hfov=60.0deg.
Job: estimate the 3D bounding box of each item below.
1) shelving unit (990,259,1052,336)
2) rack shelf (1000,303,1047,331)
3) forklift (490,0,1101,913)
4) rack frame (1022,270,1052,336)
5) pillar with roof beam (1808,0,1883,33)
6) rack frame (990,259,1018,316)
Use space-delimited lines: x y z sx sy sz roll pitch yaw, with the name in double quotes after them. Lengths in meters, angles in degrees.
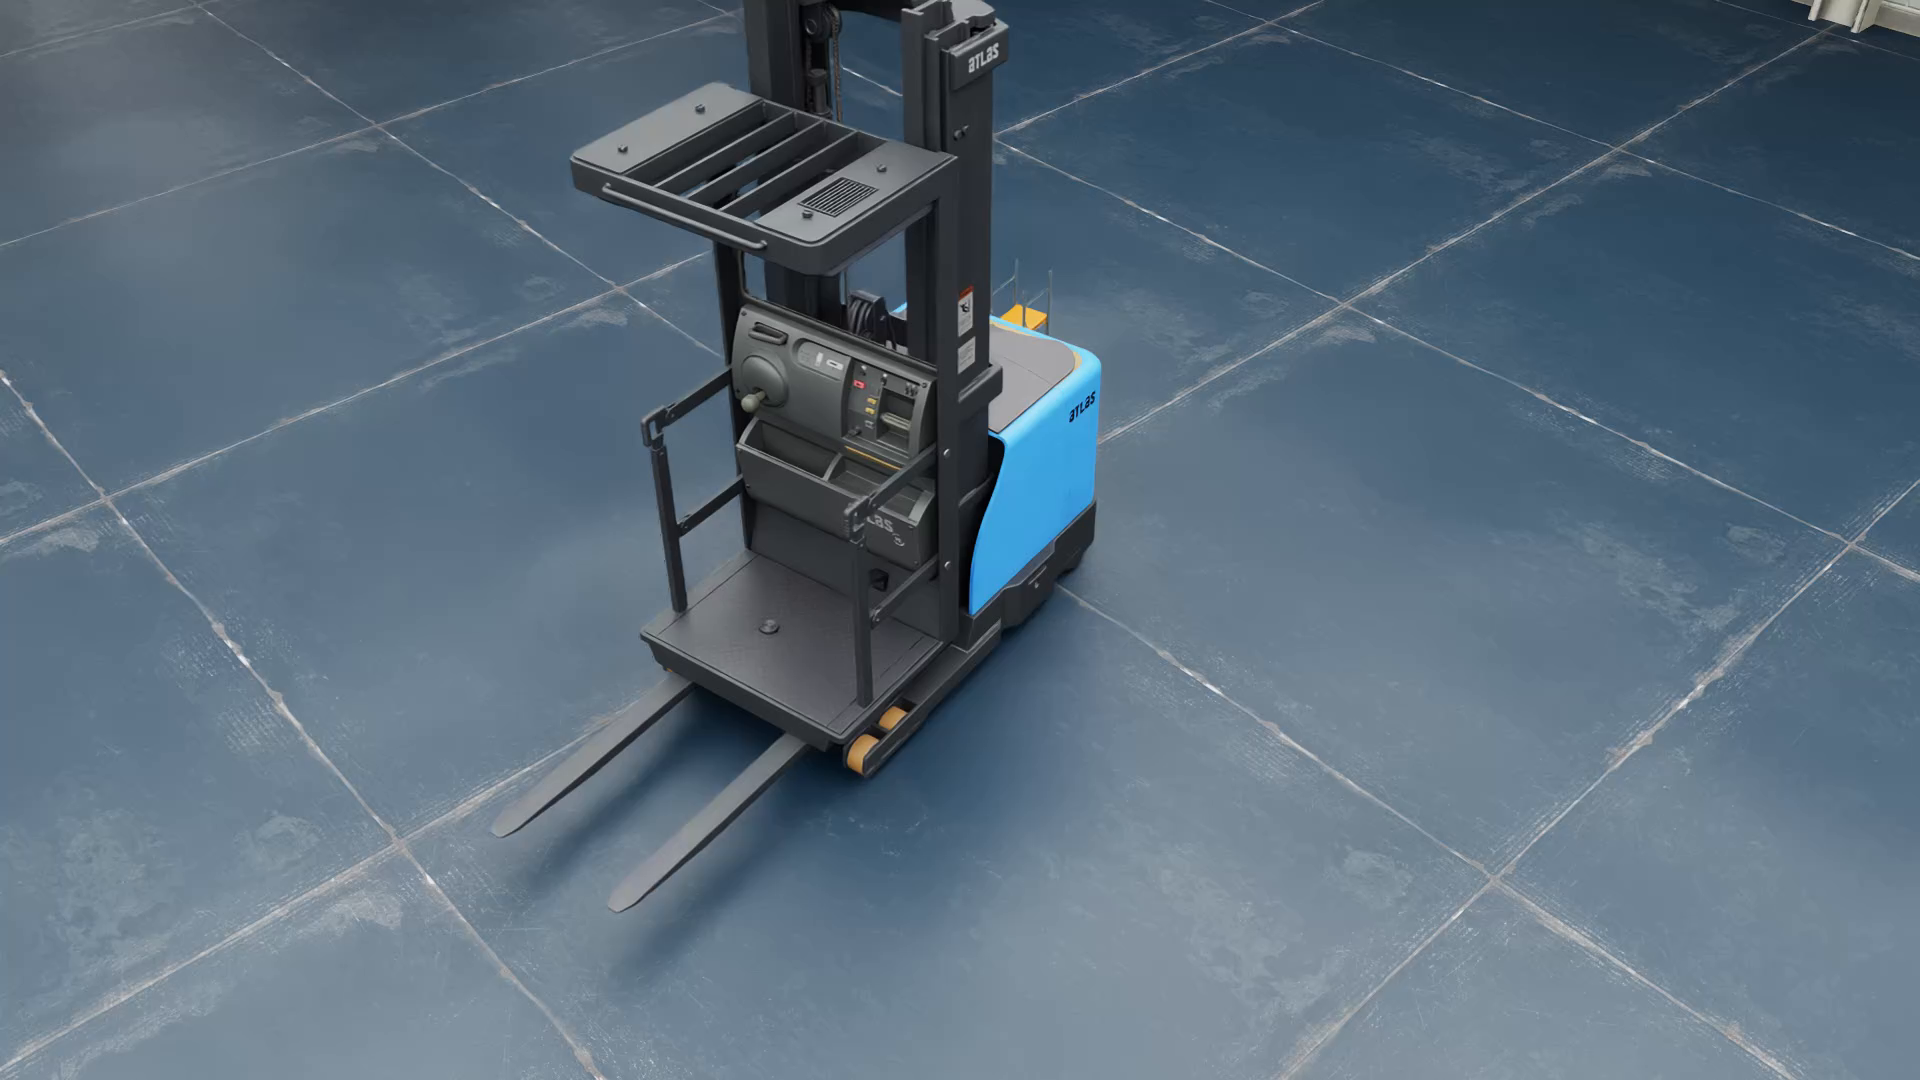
0.273 -0.733 7.910 0.189 1.200 0.258 23 44 26 "shelving unit"
0.273 -0.979 7.712 0.180 0.103 0.258 23 44 26 "rack shelf"
-0.626 -0.529 6.281 1.130 2.935 3.031 24 45 27 "forklift"
0.349 -0.701 7.871 0.006 1.200 0.240 23 44 26 "rack frame"
3.705 -5.723 7.882 9.100 9.000 0.400 -30 48 -32 "pillar with roof beam"
0.197 -0.765 7.950 0.006 1.200 0.240 23 44 26 "rack frame"
